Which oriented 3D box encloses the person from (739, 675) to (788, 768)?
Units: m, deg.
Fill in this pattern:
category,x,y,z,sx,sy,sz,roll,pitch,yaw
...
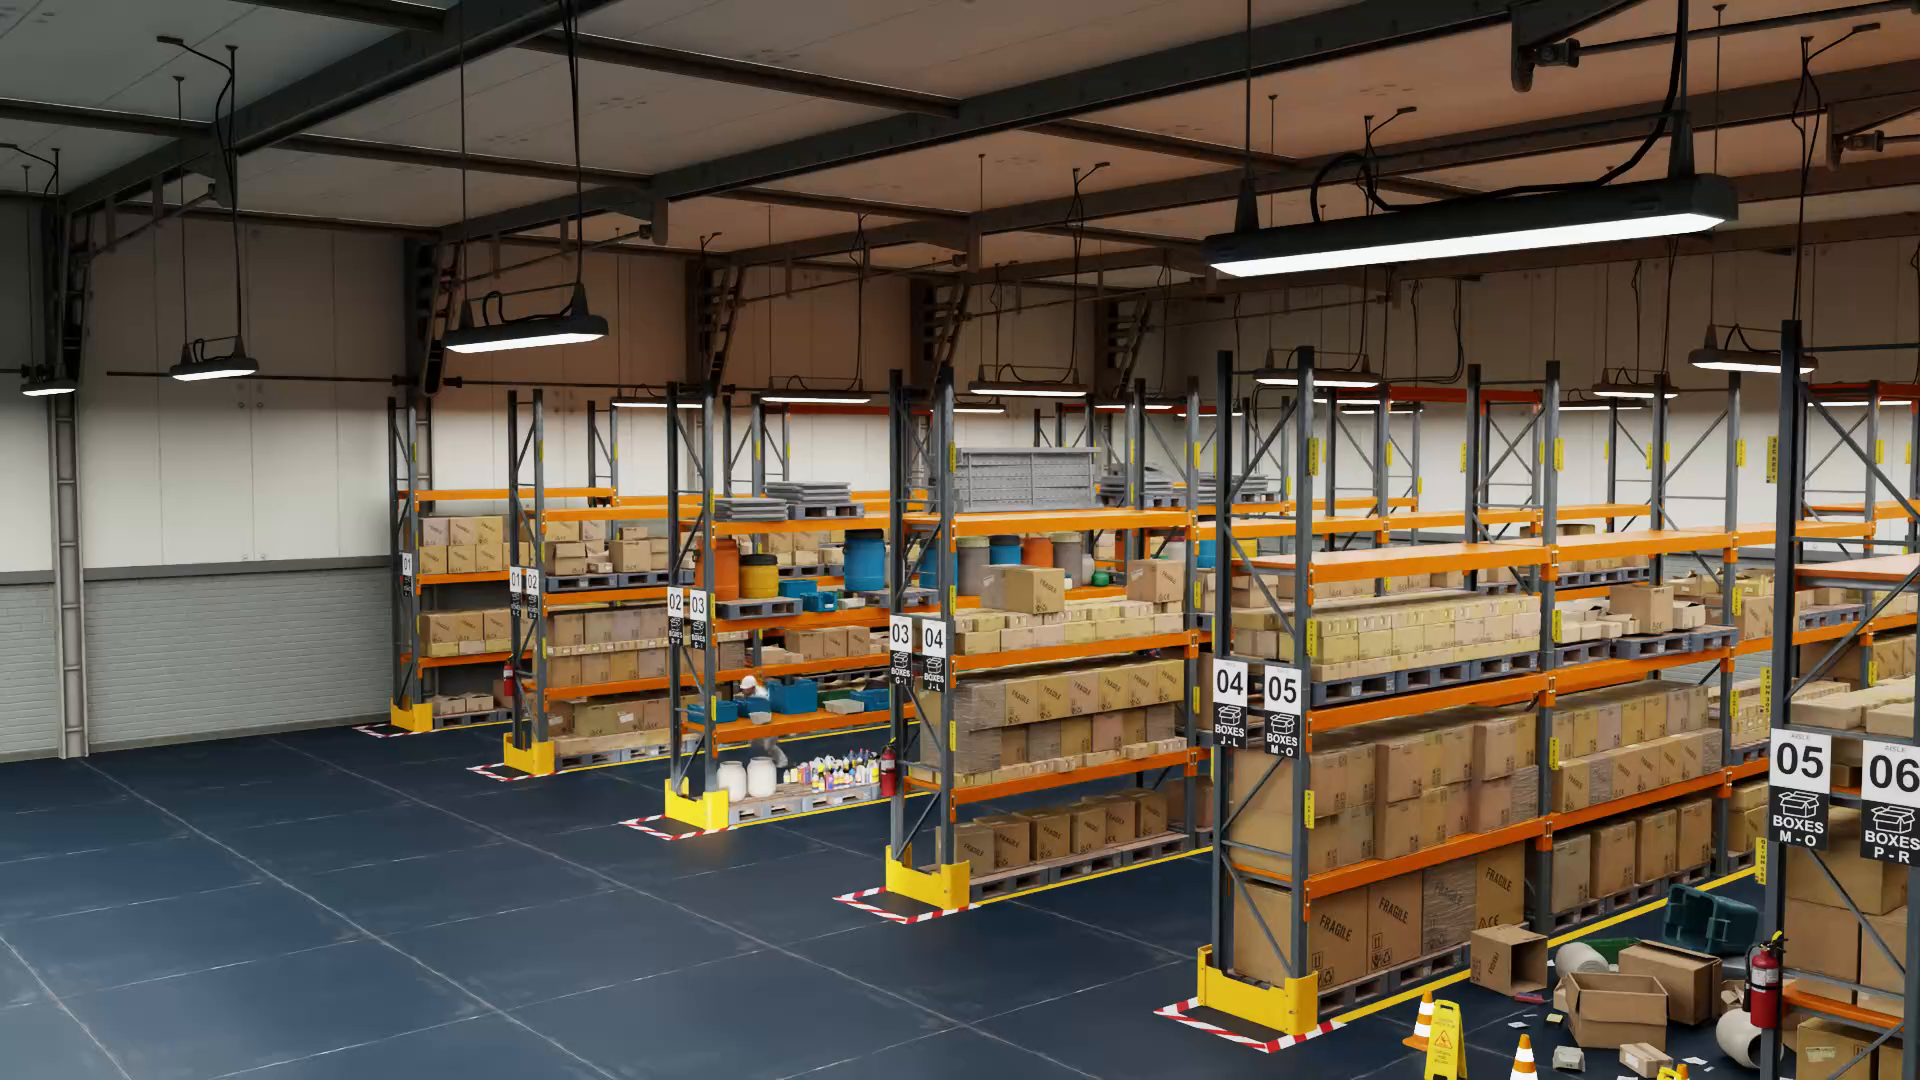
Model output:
category,x,y,z,sx,sy,sz,roll,pitch,yaw
person,-3.084,2.862,26.151,0.984,1.534,0.658,-2,4,-34
